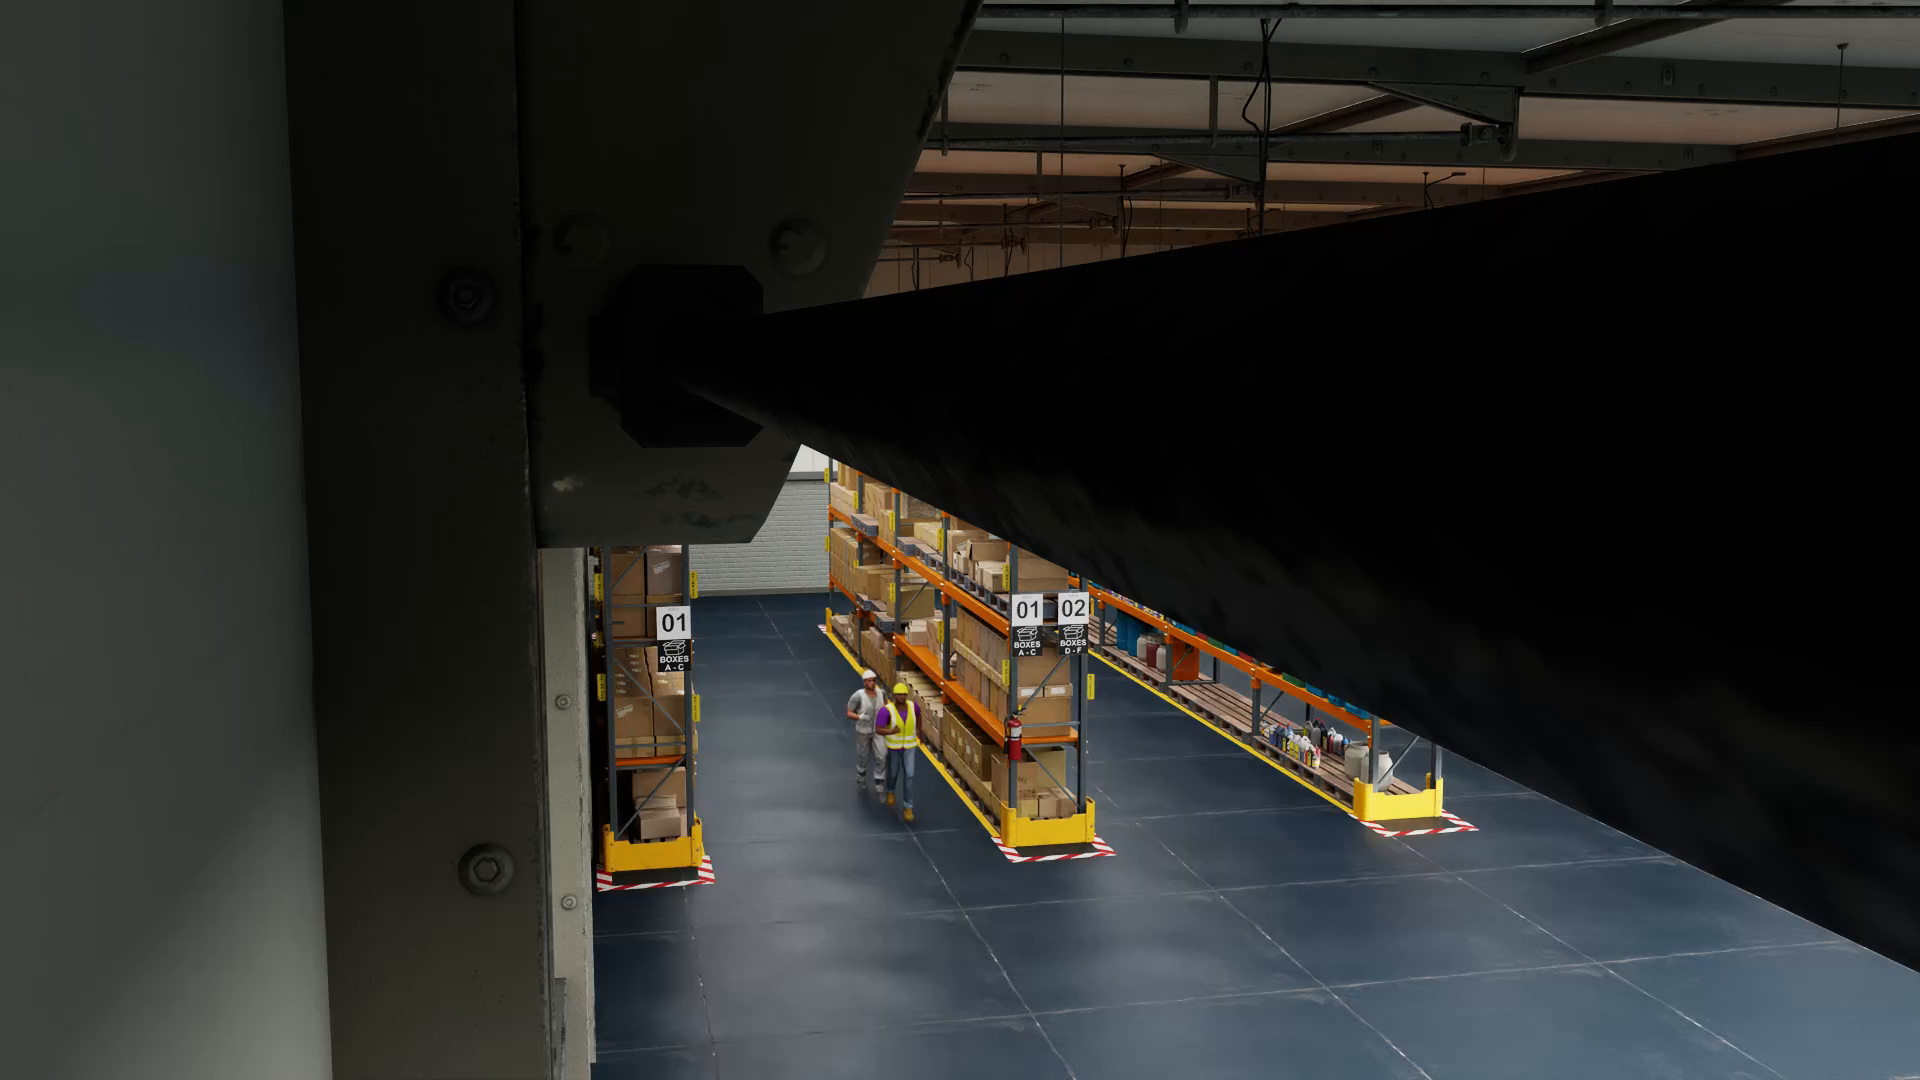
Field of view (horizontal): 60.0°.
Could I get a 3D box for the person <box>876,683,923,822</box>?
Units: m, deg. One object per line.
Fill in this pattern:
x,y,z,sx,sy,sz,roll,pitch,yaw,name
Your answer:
-0.808,2.784,22.286,0.689,1.779,0.953,-2,7,-14,person

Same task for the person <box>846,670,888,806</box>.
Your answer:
-1.265,2.694,23.057,0.642,1.825,0.885,-2,7,-16,person
